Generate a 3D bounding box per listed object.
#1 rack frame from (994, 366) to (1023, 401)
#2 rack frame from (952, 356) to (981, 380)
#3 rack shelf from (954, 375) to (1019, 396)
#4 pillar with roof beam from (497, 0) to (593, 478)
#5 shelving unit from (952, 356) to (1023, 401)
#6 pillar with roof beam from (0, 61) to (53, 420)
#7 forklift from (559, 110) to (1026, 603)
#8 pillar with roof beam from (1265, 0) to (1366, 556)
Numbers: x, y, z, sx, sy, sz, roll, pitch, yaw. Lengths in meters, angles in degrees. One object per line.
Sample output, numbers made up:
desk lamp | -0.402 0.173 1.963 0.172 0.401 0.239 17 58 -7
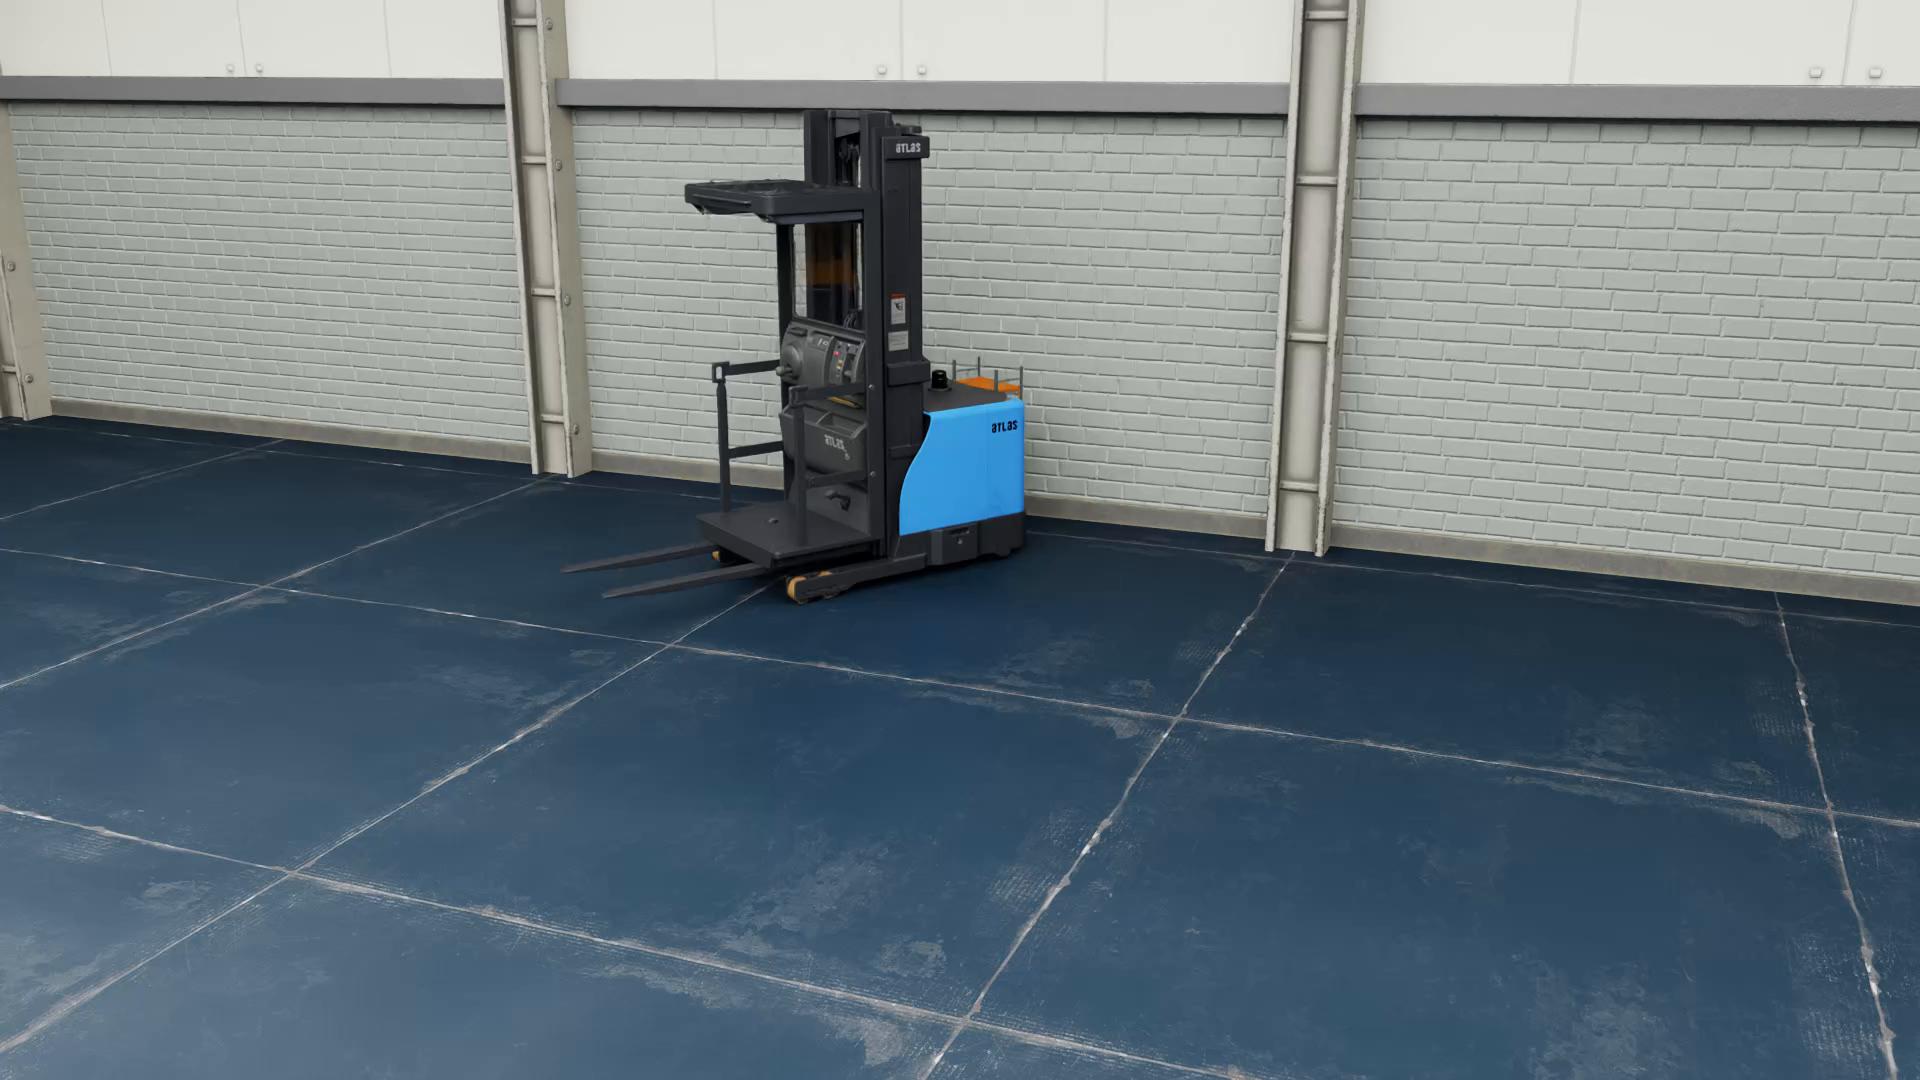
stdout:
rack frame | 0.336 -0.607 11.611 0.240 1.200 0.015 -12 20 -35
rack frame | 0.048 -0.716 11.989 0.240 1.200 0.015 -12 20 -35
rack shelf | 0.192 -1.039 11.691 0.258 0.148 0.480 -12 20 -35
pillar with roof beam | -4.826 -3.767 8.508 0.400 9.000 9.100 6 17 21
shelving unit | 0.192 -0.661 11.800 0.258 1.200 0.503 -12 20 -35
pillar with roof beam | -10.407 -4.381 10.622 0.400 9.000 9.100 6 17 21
forklift | -1.046 -1.180 10.483 3.031 2.935 1.130 -11 20 -34
pillar with roof beam | 0.756 -3.153 6.394 0.400 9.000 9.100 6 17 21
